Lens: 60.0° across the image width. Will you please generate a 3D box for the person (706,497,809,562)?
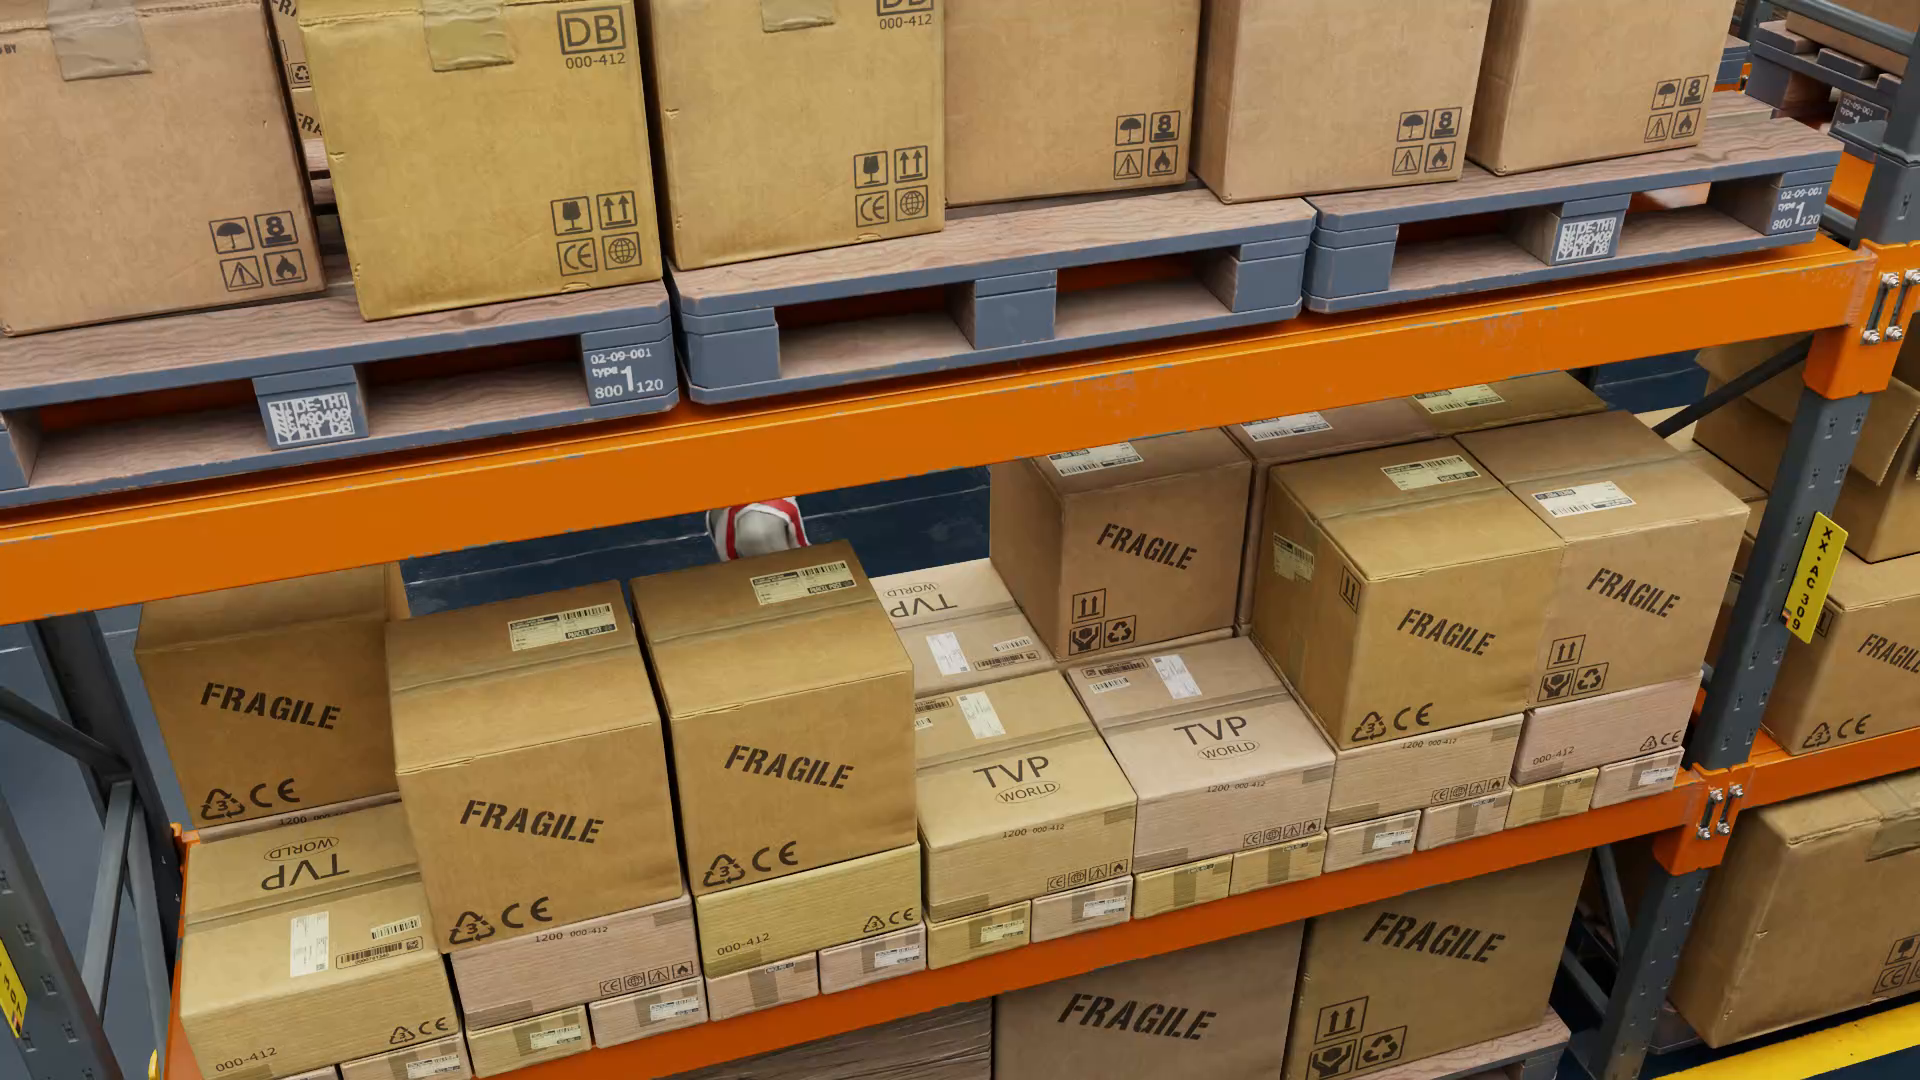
[{"bbox_3d":[5.519,1.084,4.496,11.173,1.780,7.632,-11,35,-17],"label":"person"}]
